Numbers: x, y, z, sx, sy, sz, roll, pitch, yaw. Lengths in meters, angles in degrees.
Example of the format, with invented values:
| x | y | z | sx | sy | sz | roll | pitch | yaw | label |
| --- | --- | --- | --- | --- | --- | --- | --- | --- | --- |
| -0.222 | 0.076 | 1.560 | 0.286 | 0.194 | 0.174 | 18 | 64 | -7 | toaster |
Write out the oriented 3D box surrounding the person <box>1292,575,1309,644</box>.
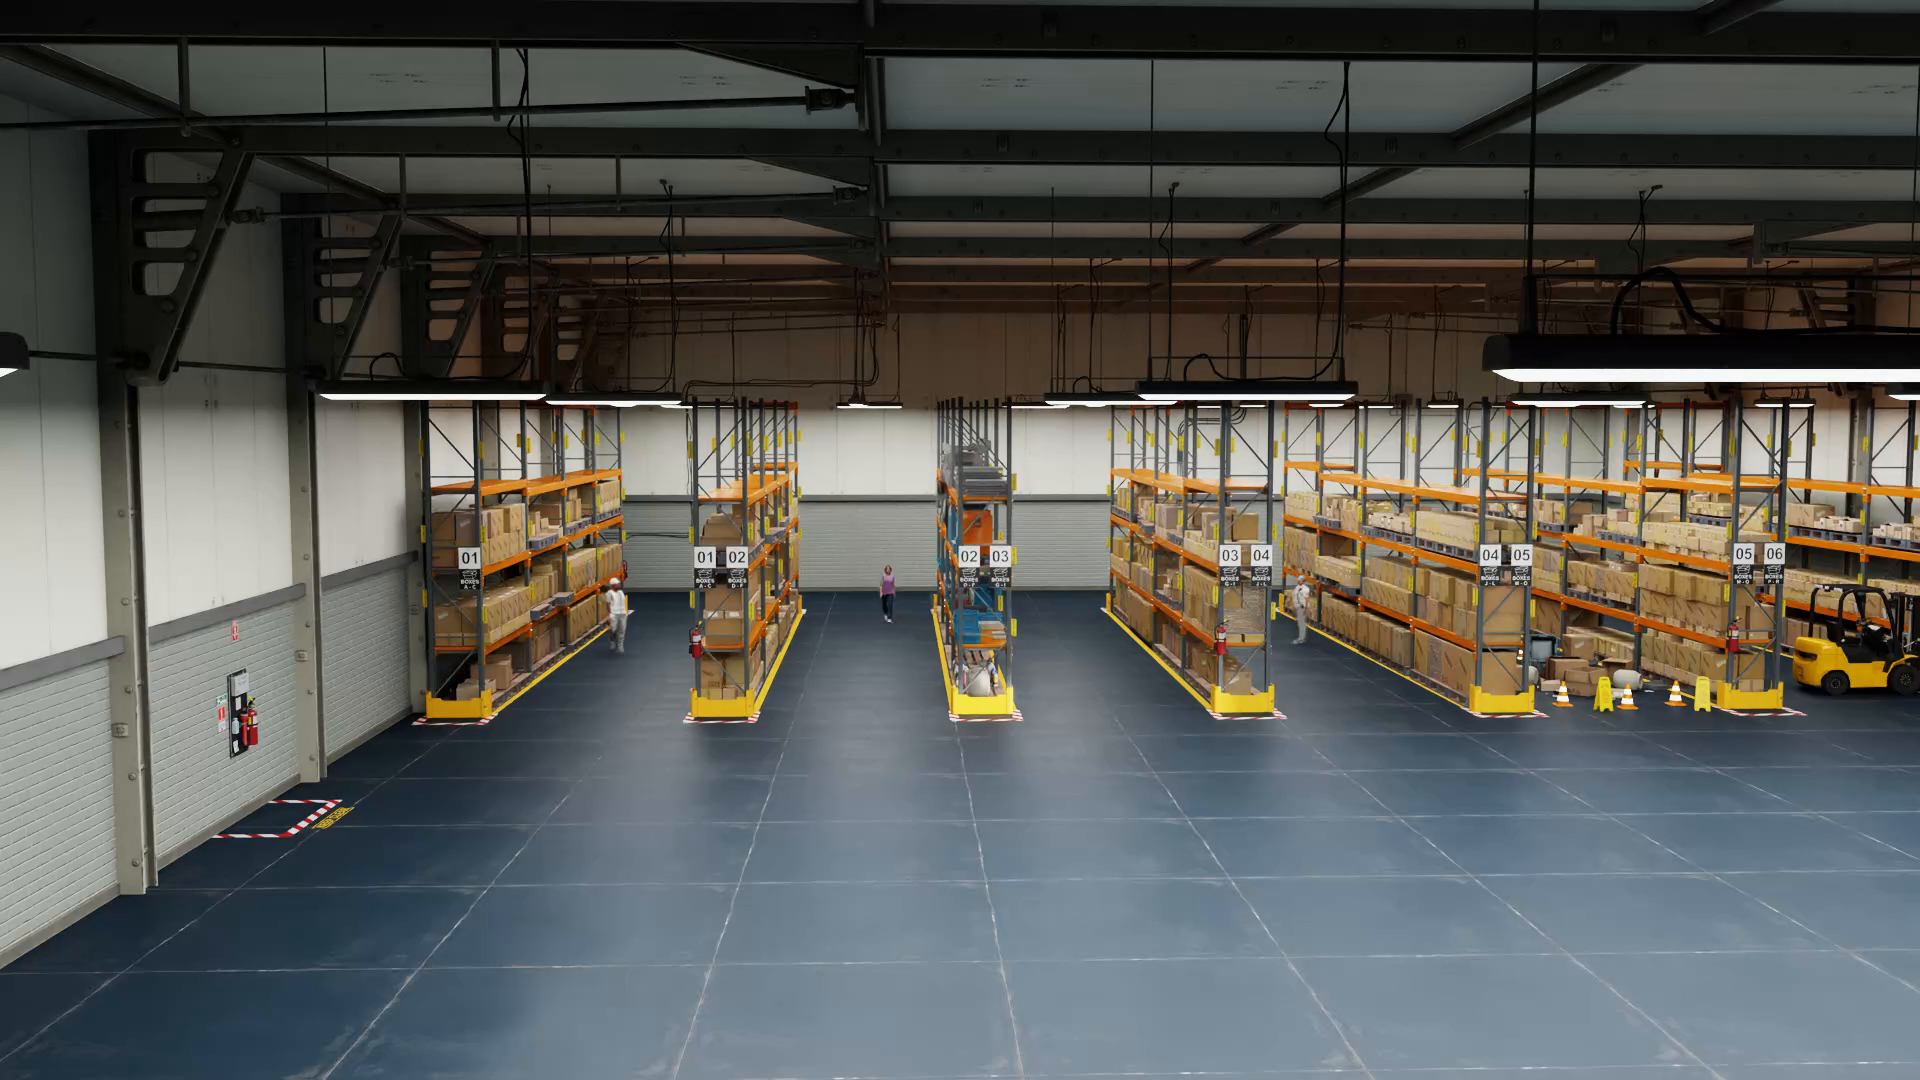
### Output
| x | y | z | sx | sy | sz | roll | pitch | yaw | label |
| --- | --- | --- | --- | --- | --- | --- | --- | --- | --- |
| 8.442 | 1.715 | 41.251 | 0.414 | 1.675 | 0.537 | 0 | 4 | -3 | person |

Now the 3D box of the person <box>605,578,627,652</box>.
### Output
| x | y | z | sx | sy | sz | roll | pitch | yaw | label |
| --- | --- | --- | --- | --- | --- | --- | --- | --- | --- |
| -8.150 | 1.786 | 39.646 | 0.596 | 1.769 | 0.581 | -3 | 6 | -37 | person |

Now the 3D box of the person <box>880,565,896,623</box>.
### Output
| x | y | z | sx | sy | sz | roll | pitch | yaw | label |
| --- | --- | --- | --- | --- | --- | --- | --- | --- | --- |
| -1.959 | 1.460 | 45.186 | 0.423 | 1.535 | 0.865 | 0 | 4 | 3 | person |

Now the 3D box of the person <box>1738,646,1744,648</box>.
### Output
| x | y | z | sx | sy | sz | roll | pitch | yaw | label |
| --- | --- | --- | --- | --- | --- | --- | --- | --- | --- |
| 17.037 | 2.076 | 36.424 | 0.474 | 1.689 | 0.437 | -4 | 6 | -42 | person |
